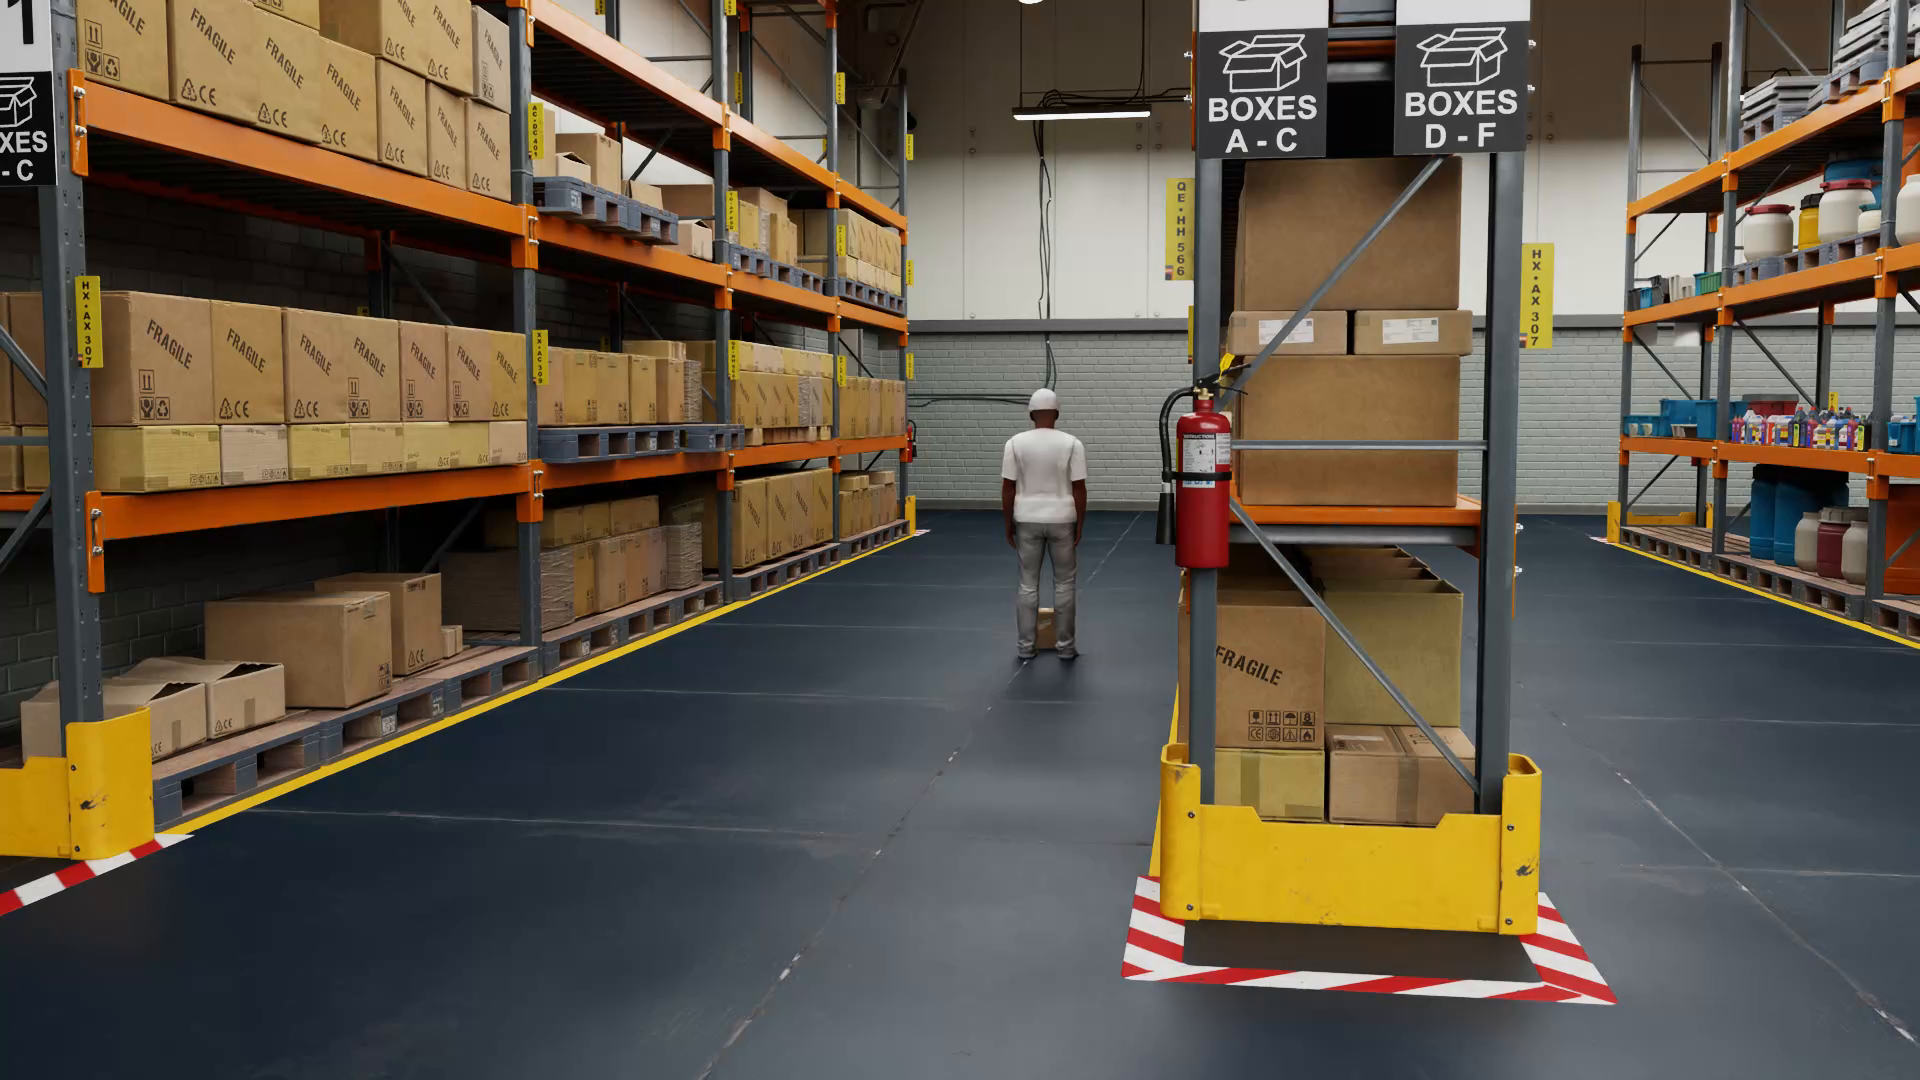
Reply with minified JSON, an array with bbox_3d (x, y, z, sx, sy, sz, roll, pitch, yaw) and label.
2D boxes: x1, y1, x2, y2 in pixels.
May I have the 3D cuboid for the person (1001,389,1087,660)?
[{"bbox_3d":[0.554,-0.108,10.901,0.563,1.761,0.362,1,5,10],"label":"person"}]
